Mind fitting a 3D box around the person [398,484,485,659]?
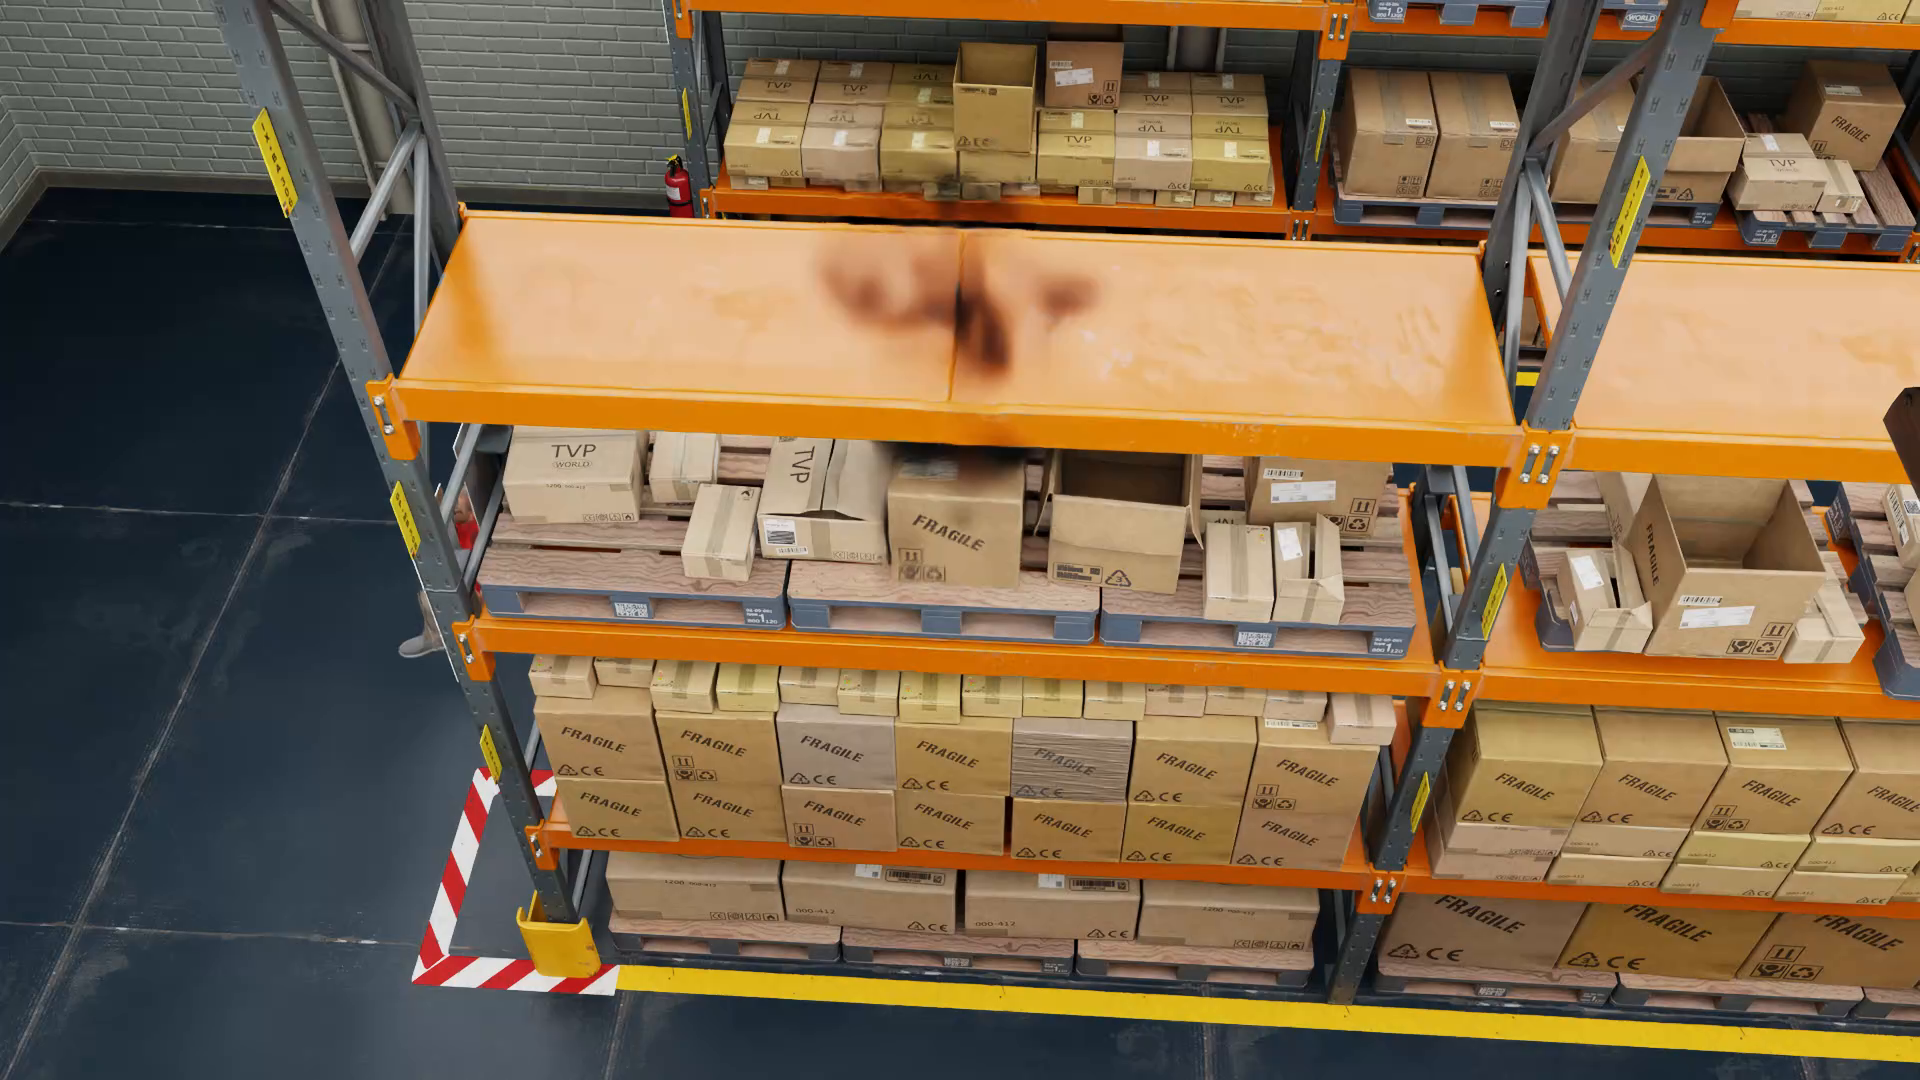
[{"bbox_3d":[-2.689,0.248,9.110,1.069,1.549,0.739,-13,49,-12],"label":"person"}]
